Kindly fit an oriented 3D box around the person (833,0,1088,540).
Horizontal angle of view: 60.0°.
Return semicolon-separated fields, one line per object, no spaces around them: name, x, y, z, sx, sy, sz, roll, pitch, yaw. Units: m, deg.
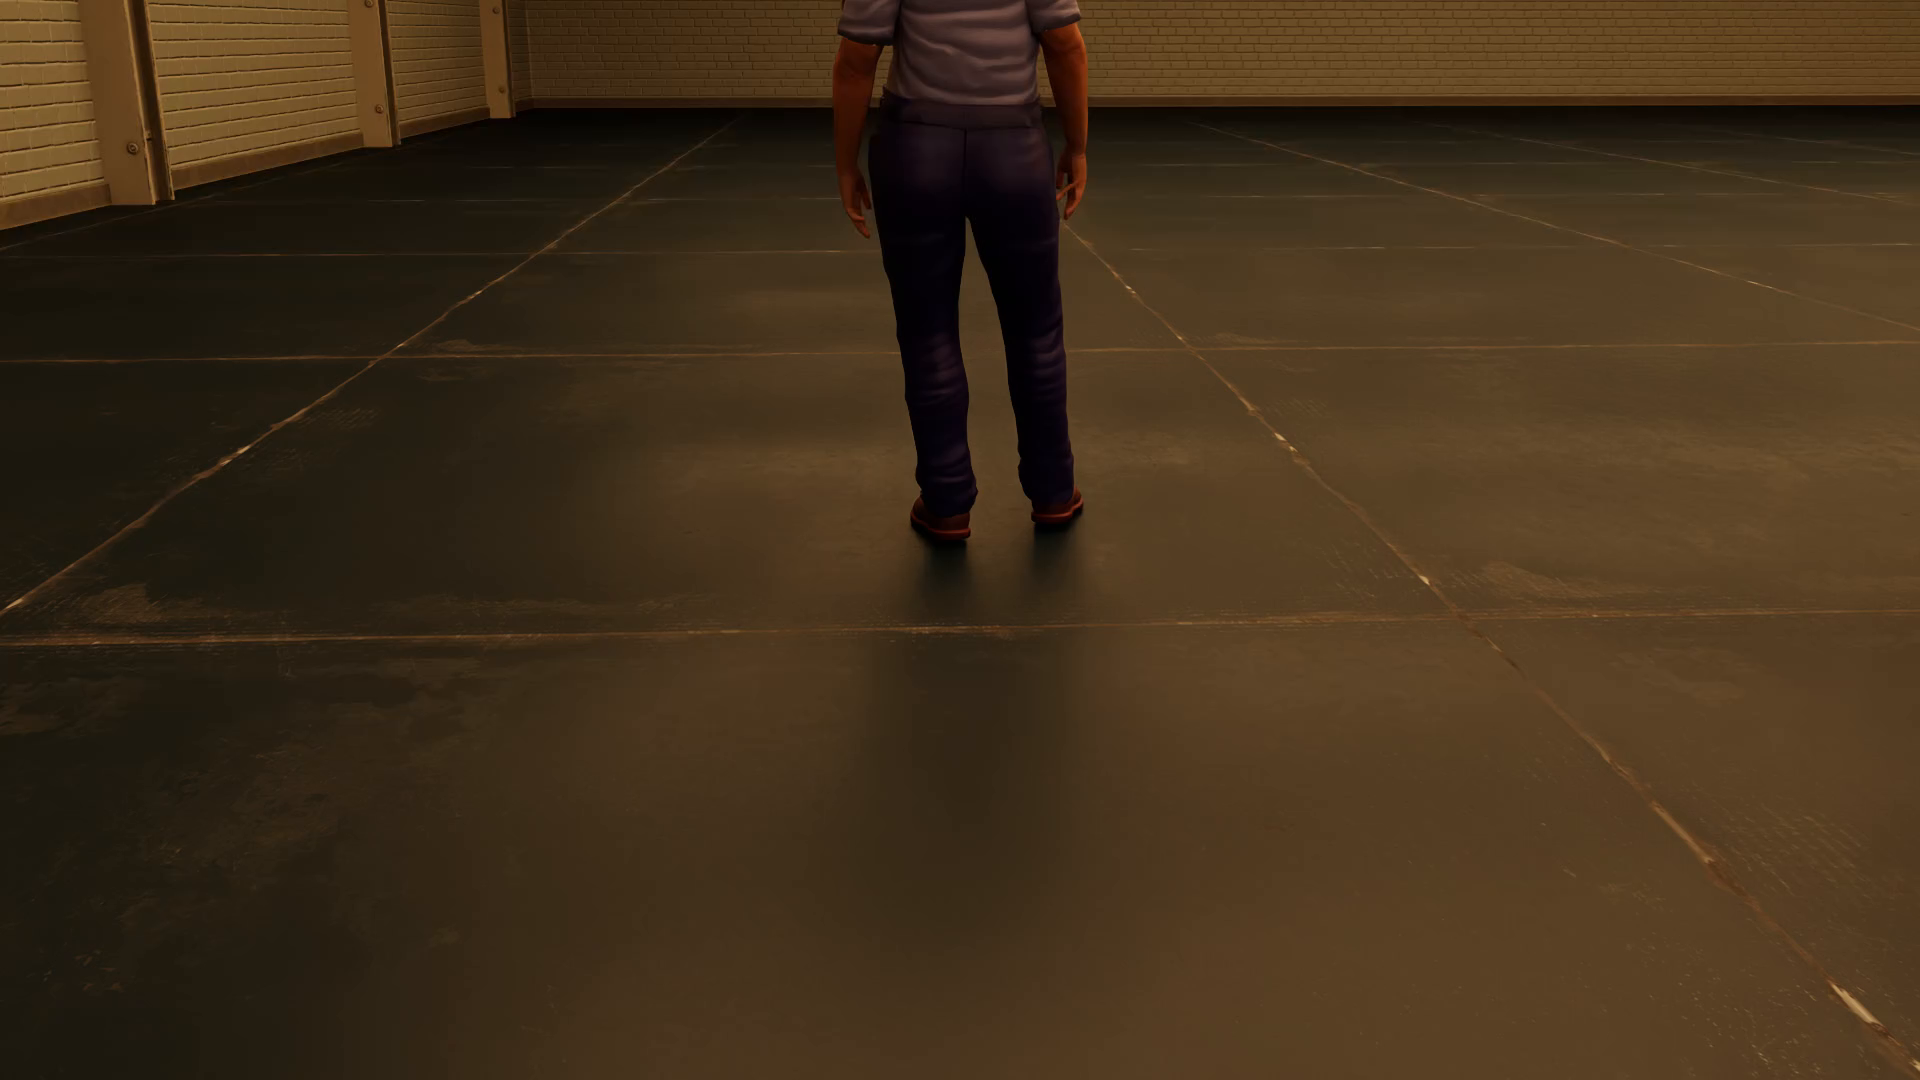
person;0.018;-0.822;3.761;0.598;1.651;0.503;-1;17;-3
